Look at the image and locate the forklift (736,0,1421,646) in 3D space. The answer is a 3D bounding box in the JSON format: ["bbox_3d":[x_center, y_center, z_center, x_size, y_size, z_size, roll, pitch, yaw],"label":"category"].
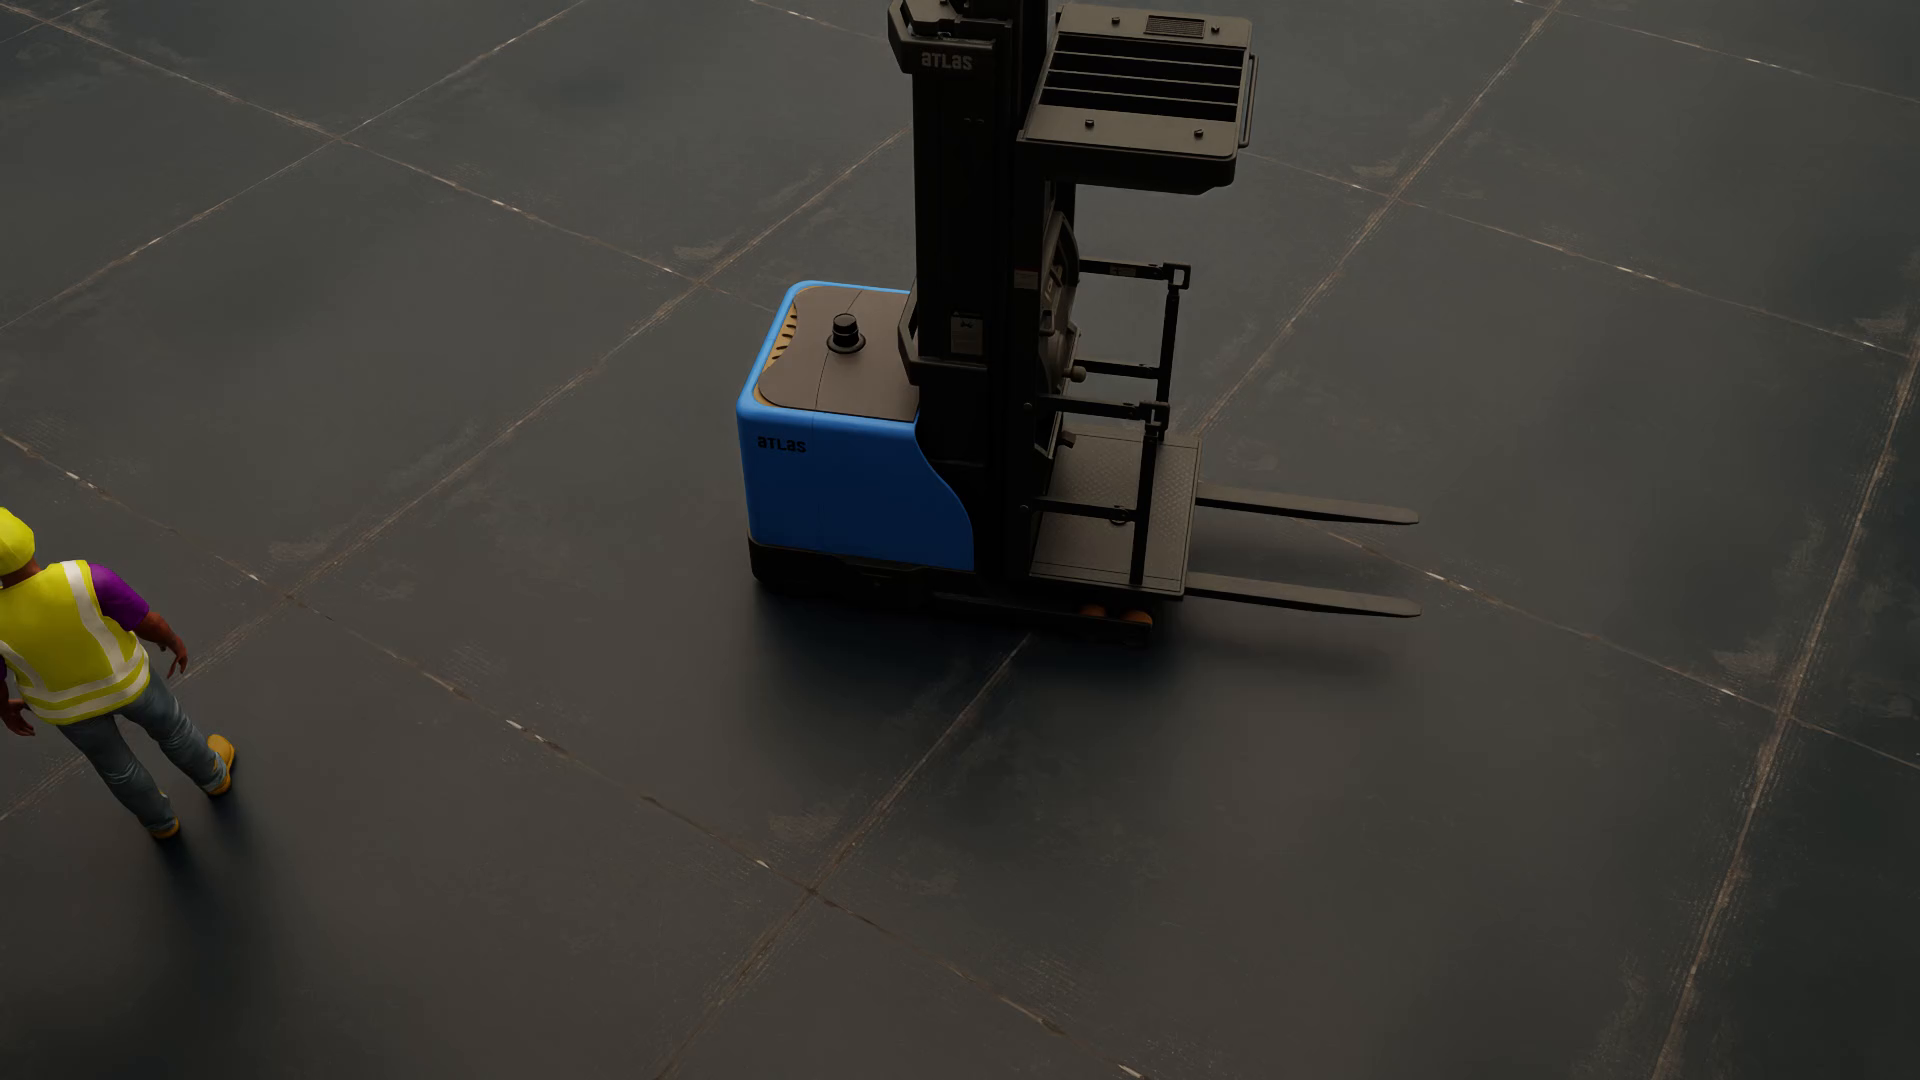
[{"bbox_3d":[0.598,-0.987,6.890,3.031,2.935,1.130,7,44,8],"label":"forklift"}]

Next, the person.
[{"bbox_3d":[-3.239,0.479,6.179,0.665,1.765,0.578,-22,48,-21],"label":"person"}]
